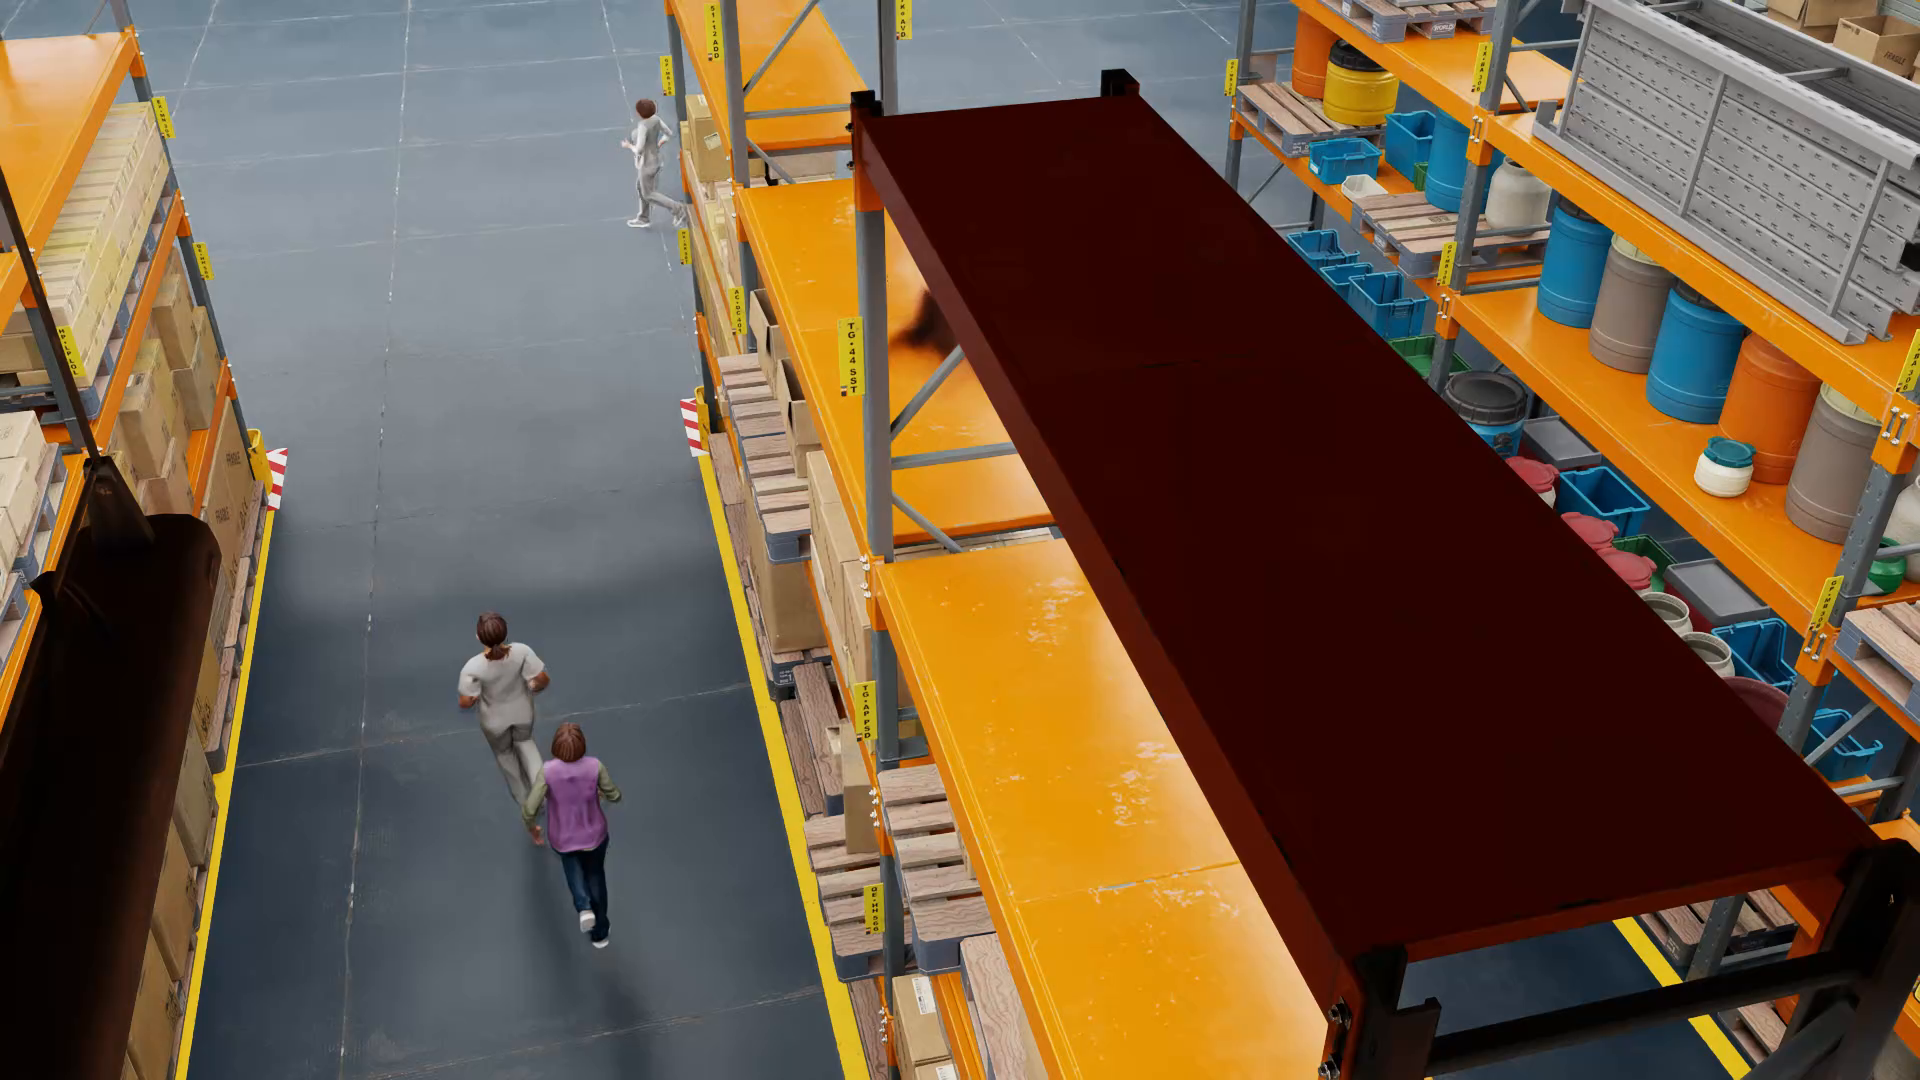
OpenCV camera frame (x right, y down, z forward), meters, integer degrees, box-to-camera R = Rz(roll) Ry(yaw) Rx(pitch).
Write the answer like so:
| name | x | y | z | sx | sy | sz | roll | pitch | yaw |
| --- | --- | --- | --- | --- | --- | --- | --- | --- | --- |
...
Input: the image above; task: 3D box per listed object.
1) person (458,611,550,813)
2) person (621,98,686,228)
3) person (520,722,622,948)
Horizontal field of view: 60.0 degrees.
| name | x | y | z | sx | sy | sz | roll | pitch | yaw |
| --- | --- | --- | --- | --- | --- | --- | --- | --- | --- |
| person | -2.842 | 1.132 | 10.493 | 0.565 | 1.636 | 0.573 | -17 | 38 | -23 |
| person | -3.499 | -4.266 | 18.918 | 0.822 | 1.570 | 0.547 | 10 | 36 | 14 |
| person | -2.245 | 1.695 | 9.739 | 0.566 | 1.569 | 0.544 | -8 | 35 | -12 |
